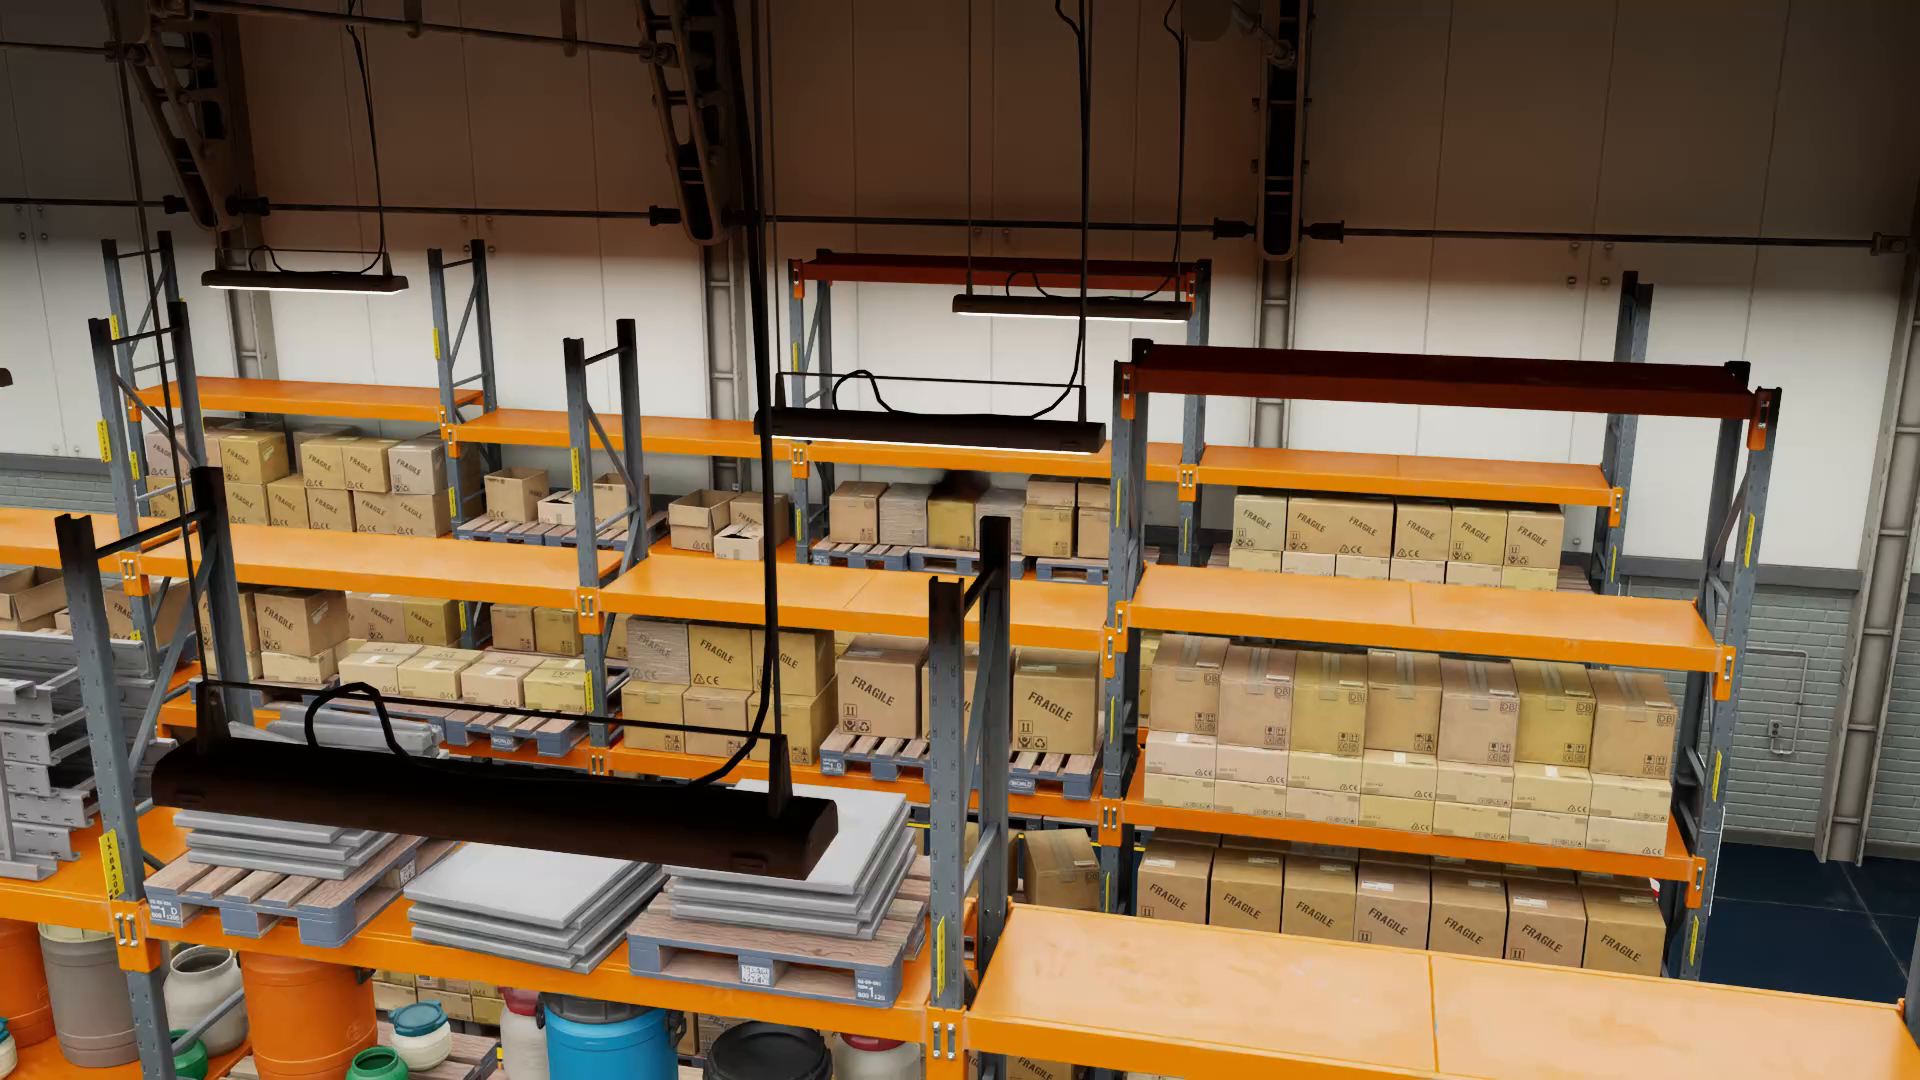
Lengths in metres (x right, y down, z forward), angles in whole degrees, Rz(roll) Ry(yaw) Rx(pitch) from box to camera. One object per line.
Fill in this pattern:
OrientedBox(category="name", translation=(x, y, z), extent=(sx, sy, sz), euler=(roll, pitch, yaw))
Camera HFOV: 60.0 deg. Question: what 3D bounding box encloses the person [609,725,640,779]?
OrientedBox(category="person", translation=(-3.392, 2.369, 16.689), extent=(0.570, 1.746, 0.547), euler=(-2, 16, -8))
